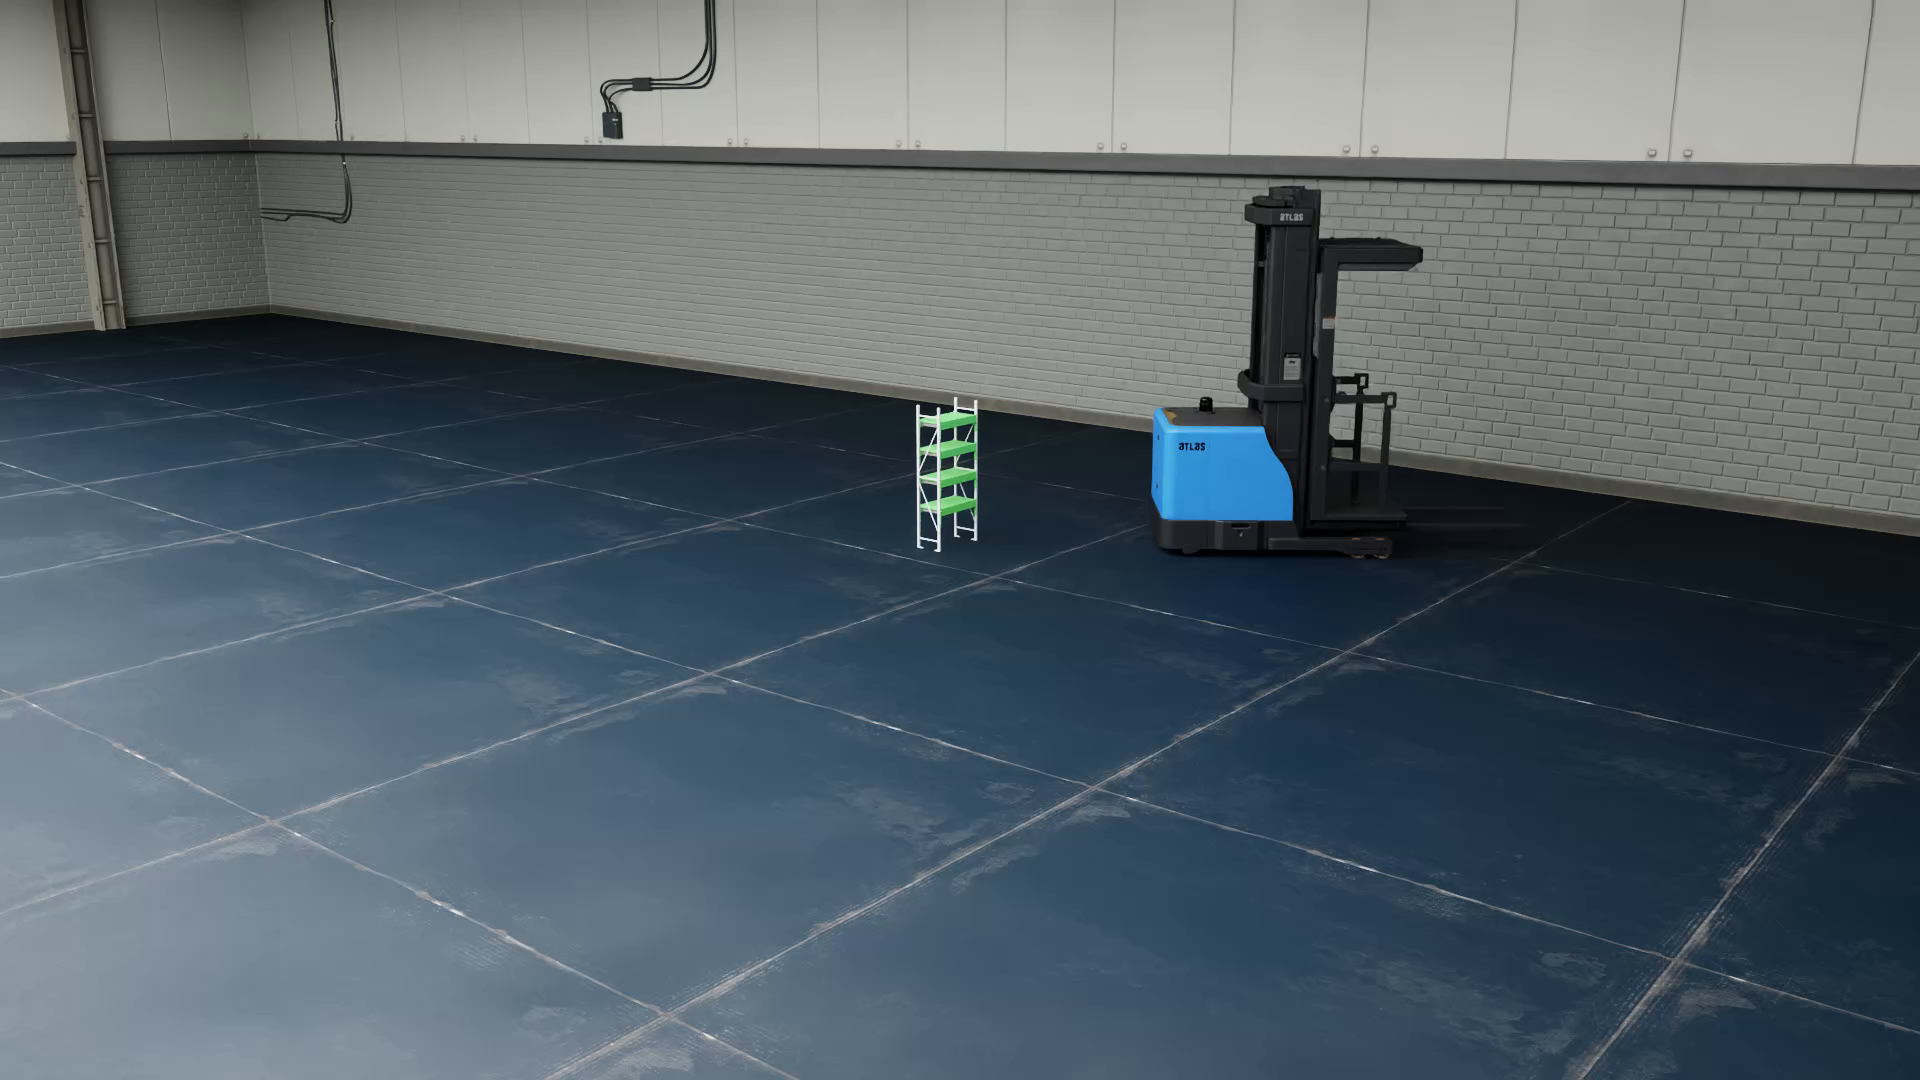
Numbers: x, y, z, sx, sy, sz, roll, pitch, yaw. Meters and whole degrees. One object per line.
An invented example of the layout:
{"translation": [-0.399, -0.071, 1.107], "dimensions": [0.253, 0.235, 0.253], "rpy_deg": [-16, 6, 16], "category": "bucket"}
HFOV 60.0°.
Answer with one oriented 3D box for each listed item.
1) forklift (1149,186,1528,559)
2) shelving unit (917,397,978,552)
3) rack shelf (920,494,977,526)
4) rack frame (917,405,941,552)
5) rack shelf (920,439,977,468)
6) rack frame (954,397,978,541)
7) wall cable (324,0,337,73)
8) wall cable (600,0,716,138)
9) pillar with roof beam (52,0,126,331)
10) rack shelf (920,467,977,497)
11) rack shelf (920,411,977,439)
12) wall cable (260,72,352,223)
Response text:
{"translation": [3.155, -1.402, 13.688], "dimensions": [3.031, 2.935, 1.130], "rpy_deg": [0, 14, 1], "category": "forklift"}
{"translation": [-0.104, -0.550, 13.850], "dimensions": [0.258, 1.200, 0.503], "rpy_deg": [11, 18, 38], "category": "shelving unit"}
{"translation": [-0.104, -0.255, 13.925], "dimensions": [0.258, 0.148, 0.480], "rpy_deg": [11, 18, 38], "category": "rack shelf"}
{"translation": [-0.257, -0.503, 13.666], "dimensions": [0.240, 1.200, 0.015], "rpy_deg": [11, 18, 38], "category": "rack frame"}
{"translation": [-0.104, -0.721, 13.807], "dimensions": [0.258, 0.148, 0.480], "rpy_deg": [11, 18, 38], "category": "rack shelf"}
{"translation": [0.049, -0.597, 14.034], "dimensions": [0.240, 1.200, 0.015], "rpy_deg": [11, 18, 38], "category": "rack frame"}
{"translation": [-9.447, -8.832, 26.662], "dimensions": [3.097, 2.526, 0.112], "rpy_deg": [11, 18, 38], "category": "wall cable"}
{"translation": [-4.178, -8.484, 22.335], "dimensions": [2.305, 6.003, 0.169], "rpy_deg": [11, 18, 38], "category": "wall cable"}
{"translation": [-11.083, -7.282, 24.511], "dimensions": [9.100, 9.000, 0.400], "rpy_deg": [11, 18, 38], "category": "pillar with roof beam"}
{"translation": [-0.104, -0.488, 13.866], "dimensions": [0.258, 0.148, 0.480], "rpy_deg": [11, 18, 38], "category": "rack shelf"}
{"translation": [-0.104, -0.953, 13.748], "dimensions": [0.258, 0.148, 0.480], "rpy_deg": [11, 18, 38], "category": "rack shelf"}
{"translation": [-11.552, -6.803, 28.931], "dimensions": [3.097, 2.526, 0.112], "rpy_deg": [11, 18, 38], "category": "wall cable"}
